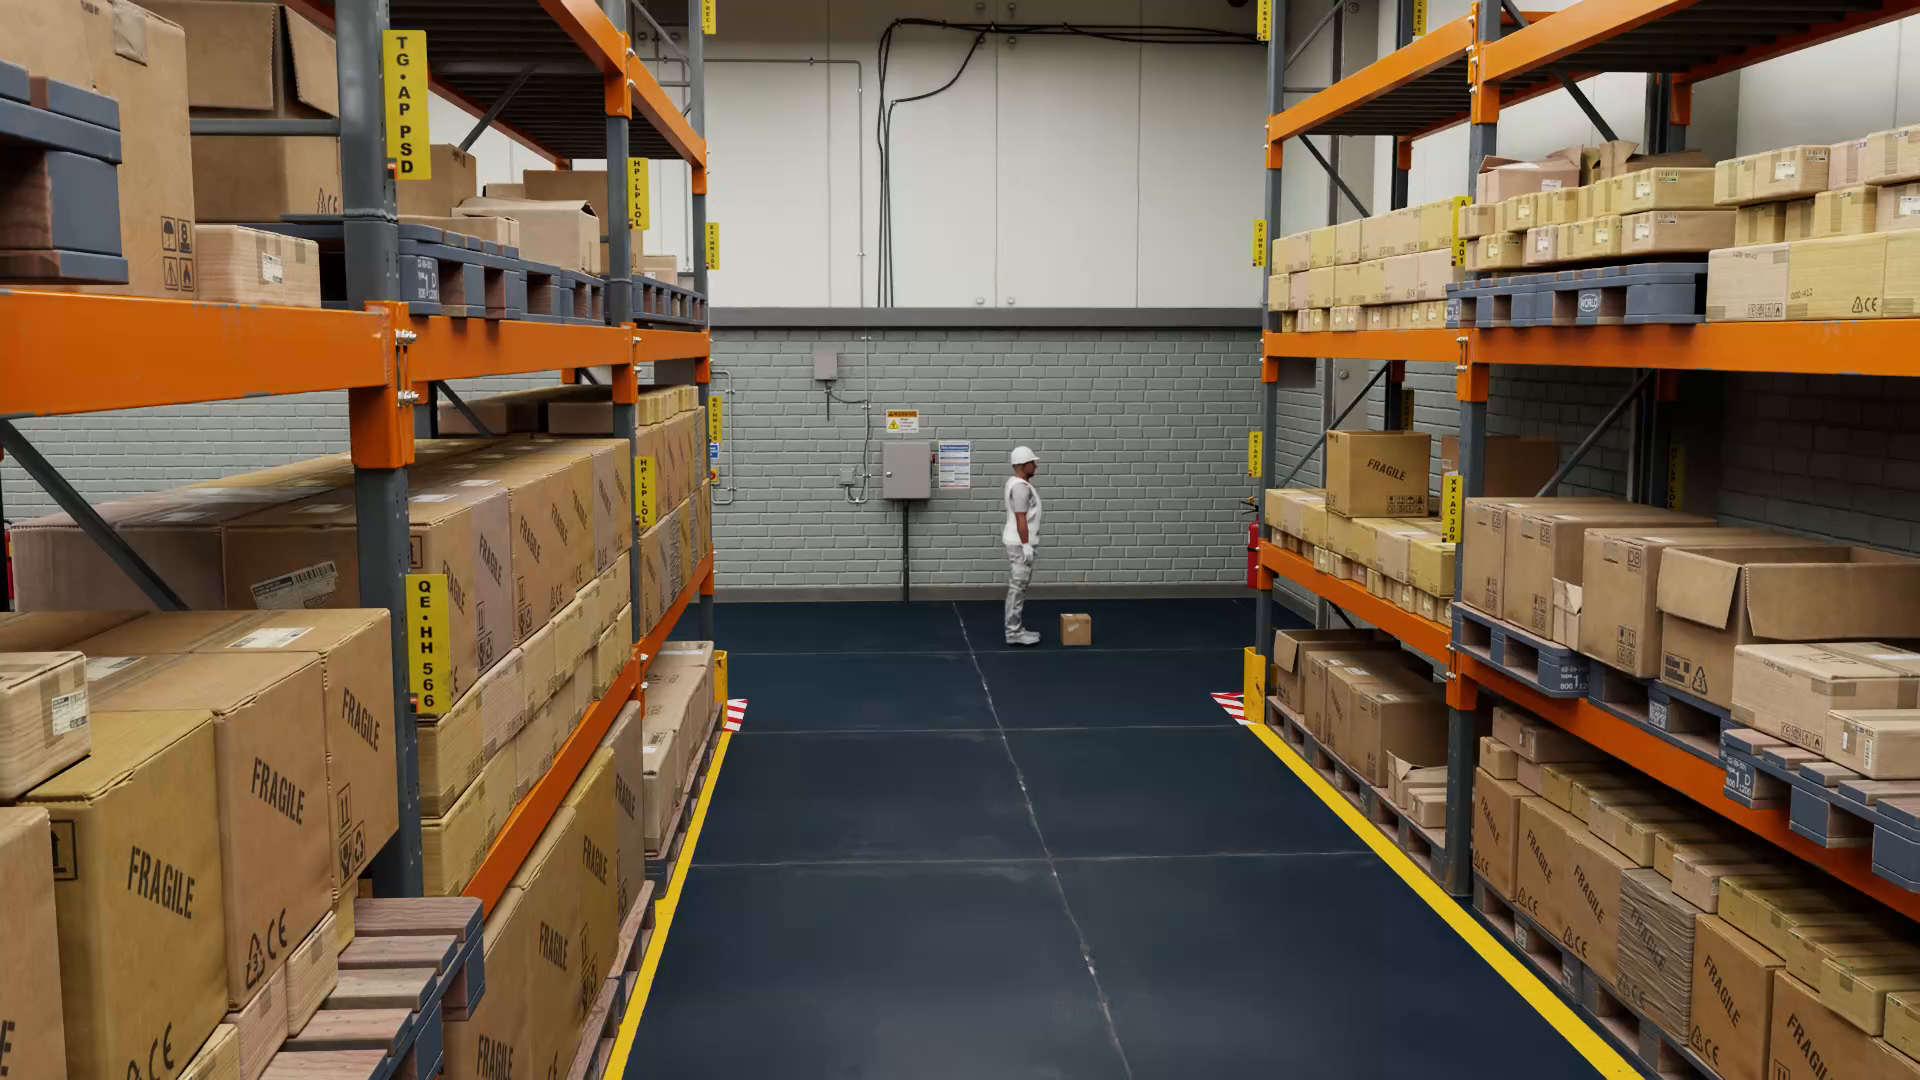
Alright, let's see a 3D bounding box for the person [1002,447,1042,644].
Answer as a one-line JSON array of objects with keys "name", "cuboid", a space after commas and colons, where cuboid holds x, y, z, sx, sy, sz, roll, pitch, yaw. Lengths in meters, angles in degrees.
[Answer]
[{"name": "person", "cuboid": [0.567, 0.044, 15.127, 0.360, 1.787, 0.554, 0, 7, -4]}]
